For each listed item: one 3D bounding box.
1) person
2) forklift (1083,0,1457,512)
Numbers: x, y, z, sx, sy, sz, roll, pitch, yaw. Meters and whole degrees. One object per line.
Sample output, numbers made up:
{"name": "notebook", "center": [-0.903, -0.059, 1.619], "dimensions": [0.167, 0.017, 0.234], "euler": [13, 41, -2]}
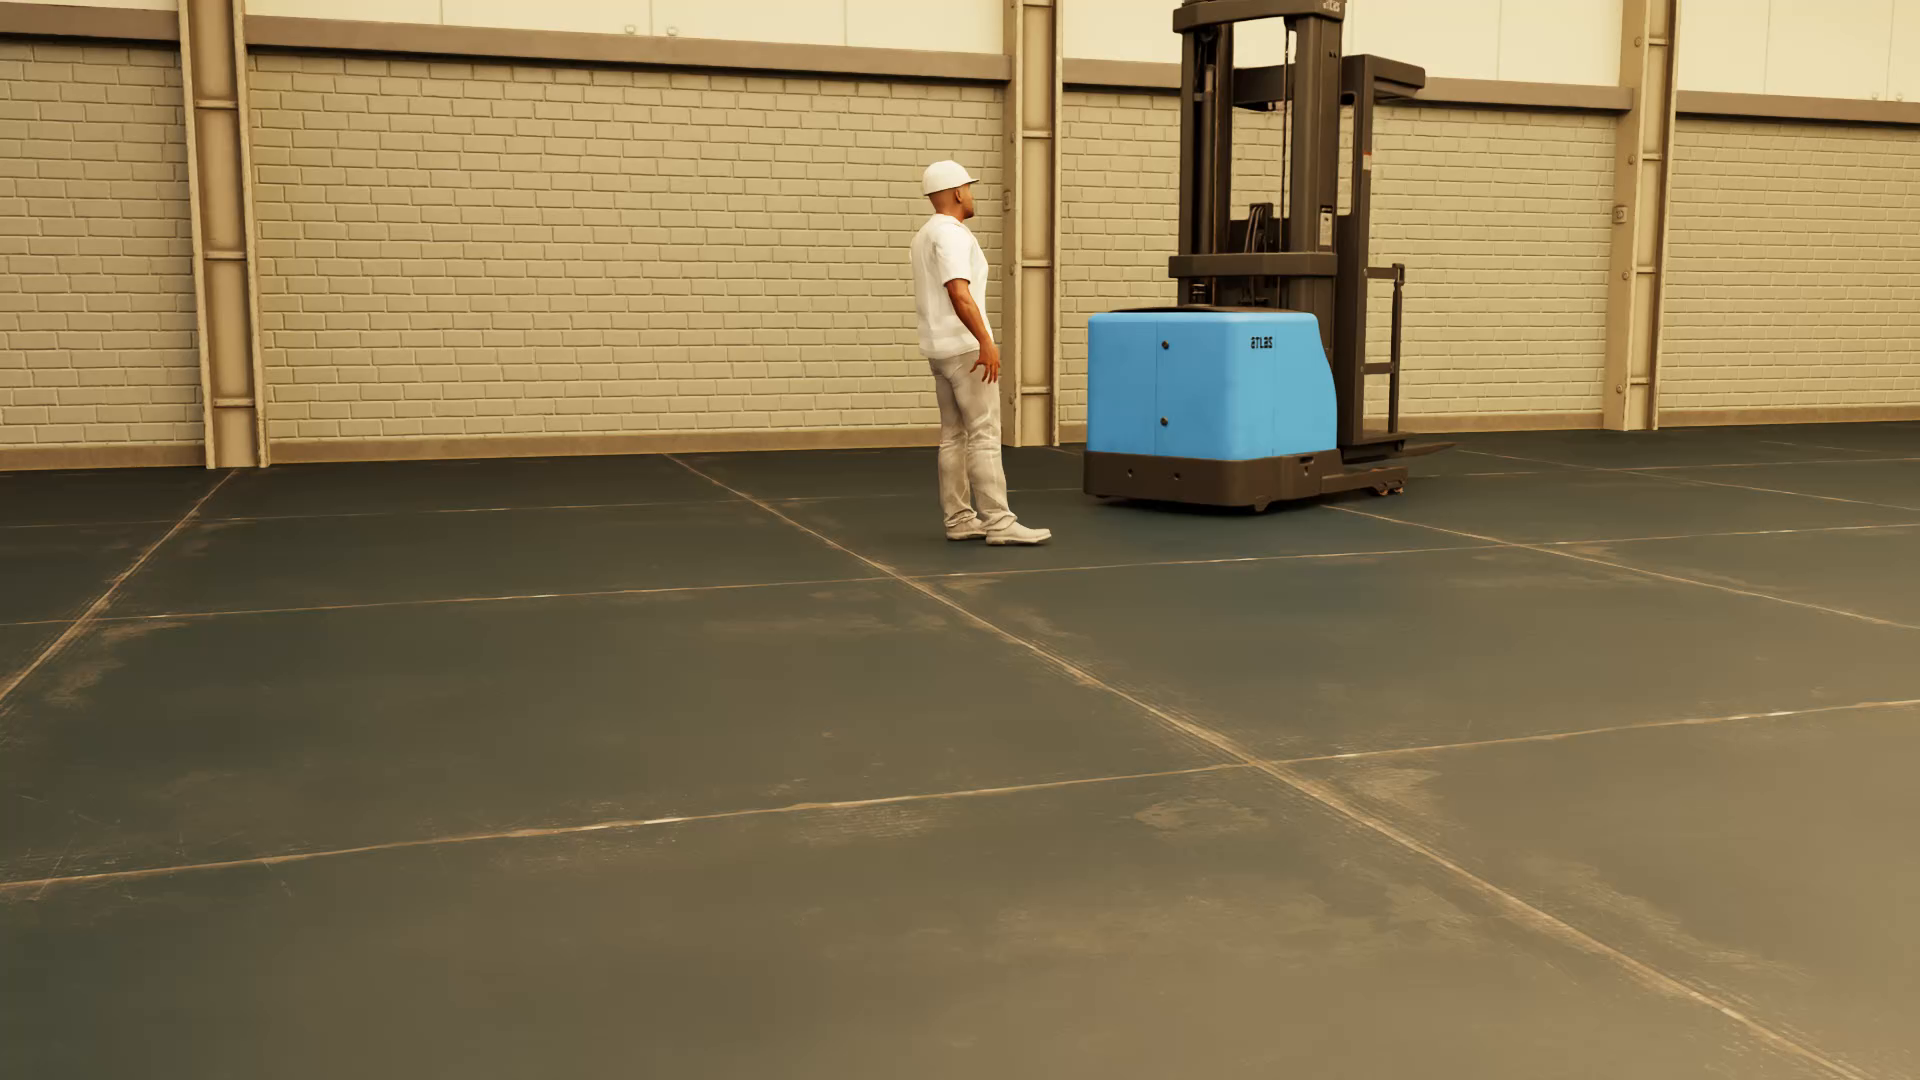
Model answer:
{"name": "person", "center": [0.068, -0.885, 7.820], "dimensions": [0.576, 1.766, 0.665], "euler": [-3, 8, -18]}
{"name": "forklift", "center": [2.041, -1.750, 9.915], "dimensions": [1.130, 2.935, 3.031], "euler": [7, 10, 41]}
